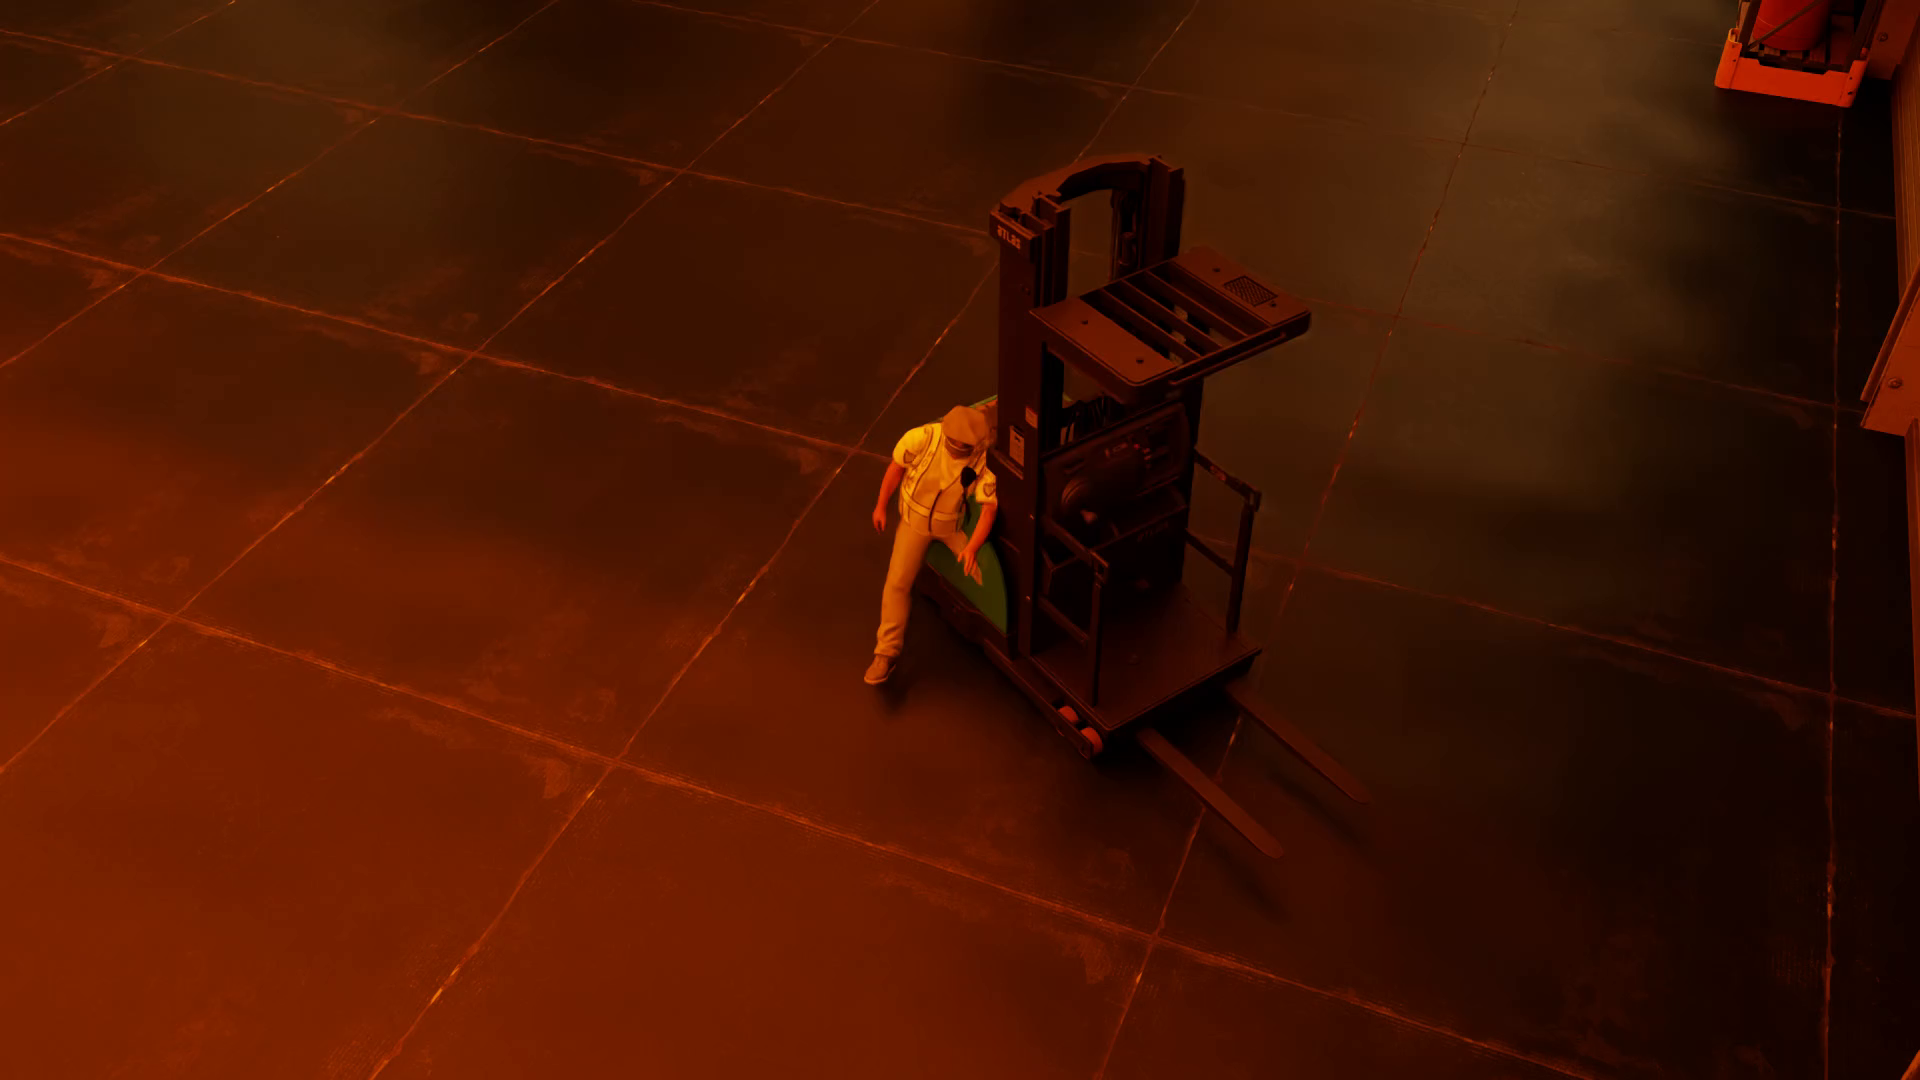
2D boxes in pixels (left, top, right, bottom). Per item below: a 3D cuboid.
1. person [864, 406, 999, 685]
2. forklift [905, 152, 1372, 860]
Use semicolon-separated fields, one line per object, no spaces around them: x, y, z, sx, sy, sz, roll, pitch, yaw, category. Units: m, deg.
-0.033;0.018;9.000;0.989;1.530;1.058;7;40;8;person
0.934;-0.313;8.380;1.130;2.935;3.031;-24;46;-26;forklift
